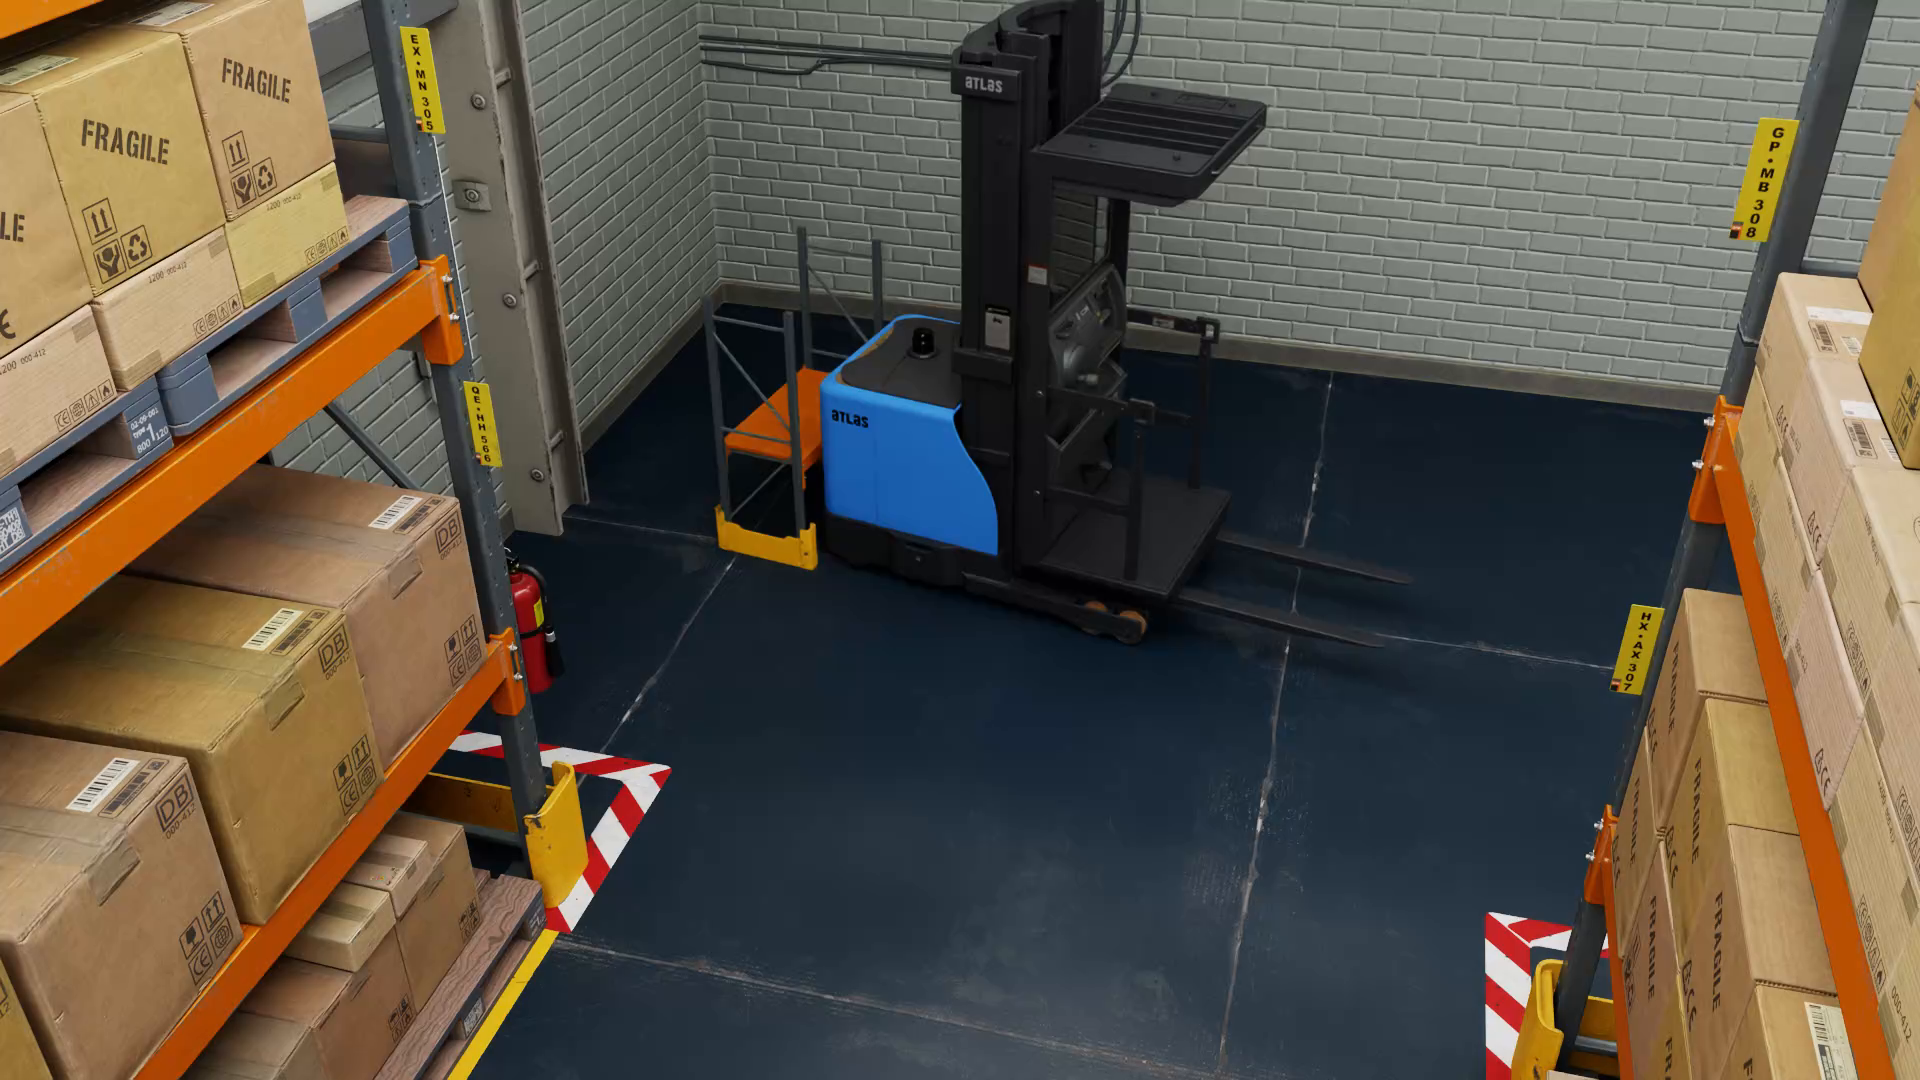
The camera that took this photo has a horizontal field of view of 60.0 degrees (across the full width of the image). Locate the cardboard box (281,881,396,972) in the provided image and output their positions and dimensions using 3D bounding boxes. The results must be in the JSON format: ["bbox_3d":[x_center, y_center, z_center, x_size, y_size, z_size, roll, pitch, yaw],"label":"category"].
[{"bbox_3d":[-2.185,1.312,5.725,0.380,0.149,0.250,9,34,14],"label":"cardboard box"}]

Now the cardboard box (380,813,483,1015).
[{"bbox_3d":[-2.265,1.361,6.252,0.700,0.500,0.500,8,33,12],"label":"cardboard box"}]

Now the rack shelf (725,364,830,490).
[{"bbox_3d":[-0.863,-0.640,9.194,0.538,0.185,1.000,13,35,19],"label":"rack shelf"}]

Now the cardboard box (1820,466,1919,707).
[{"bbox_3d":[1.972,0.116,3.150,0.500,0.250,0.500,8,33,12],"label":"cardboard box"}]

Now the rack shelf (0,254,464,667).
[{"bbox_3d":[-2.692,0.182,4.042,1.077,0.370,4.000,8,33,12],"label":"rack shelf"}]

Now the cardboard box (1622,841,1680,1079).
[{"bbox_3d":[2.115,1.200,4.474,0.500,0.500,0.500,8,33,12],"label":"cardboard box"}]

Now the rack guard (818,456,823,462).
[{"bbox_3d":[-0.665,-0.515,9.827,0.587,0.250,0.087,13,35,19],"label":"rack guard"}]

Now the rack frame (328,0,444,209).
[{"bbox_3d":[-2.184,-2.425,4.677,1.000,3.000,0.127,8,33,12],"label":"rack frame"}]

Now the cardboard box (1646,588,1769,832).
[{"bbox_3d":[2.241,0.509,4.628,0.500,0.500,0.500,9,34,14],"label":"cardboard box"}]

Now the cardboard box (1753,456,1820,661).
[{"bbox_3d":[2.093,0.066,3.694,0.500,0.250,0.500,8,33,12],"label":"cardboard box"}]

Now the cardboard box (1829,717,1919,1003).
[{"bbox_3d":[1.847,0.586,2.876,0.500,0.250,0.500,8,33,12],"label":"cardboard box"}]

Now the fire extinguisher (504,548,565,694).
[{"bbox_3d":[-1.699,0.281,6.431,0.296,0.674,0.183,8,33,12],"label":"fire extinguisher"}]

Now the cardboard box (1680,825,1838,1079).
[{"bbox_3d":[1.984,1.041,3.792,0.500,0.500,0.500,8,33,13],"label":"cardboard box"}]

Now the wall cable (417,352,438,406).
[{"bbox_3d":[-2.774,-1.115,7.262,0.084,1.984,1.851,8,33,12],"label":"wall cable"}]

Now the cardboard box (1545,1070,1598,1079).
[{"bbox_3d":[2.170,1.967,5.607,0.380,0.149,0.250,8,33,12],"label":"cardboard box"}]

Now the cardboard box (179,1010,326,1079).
[{"bbox_3d":[-2.519,1.882,5.432,0.700,0.500,0.500,7,33,11],"label":"cardboard box"}]

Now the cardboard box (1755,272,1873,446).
[{"bbox_3d":[2.226,-0.403,3.966,0.500,0.250,0.500,8,33,12],"label":"cardboard box"}]

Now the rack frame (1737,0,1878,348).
[{"bbox_3d":[2.608,-1.753,3.619,1.000,3.000,0.127,8,33,12],"label":"rack frame"}]

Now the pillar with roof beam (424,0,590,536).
[{"bbox_3d":[1.829,-3.358,6.144,9.100,9.000,0.400,8,33,12],"label":"pillar with roof beam"}]

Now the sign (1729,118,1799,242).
[{"bbox_3d":[2.084,-0.929,4.305,0.100,0.325,0.005,8,33,12],"label":"sign"}]

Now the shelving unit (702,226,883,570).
[{"bbox_3d":[-0.860,-0.796,9.104,0.587,1.500,1.083,13,35,19],"label":"shelving unit"}]

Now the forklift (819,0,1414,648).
[{"bbox_3d":[0.817,-1.038,8.150,3.031,2.935,1.130,14,35,21],"label":"forklift"}]

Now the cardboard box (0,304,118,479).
[{"bbox_3d":[-2.371,-0.358,3.877,0.500,0.250,0.500,7,33,11],"label":"cardboard box"}]

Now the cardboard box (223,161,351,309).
[{"bbox_3d":[-2.113,-0.899,4.728,0.500,0.250,0.500,9,34,14],"label":"cardboard box"}]

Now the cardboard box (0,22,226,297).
[{"bbox_3d":[-2.243,-0.957,4.119,0.500,0.500,0.500,9,34,14],"label":"cardboard box"}]

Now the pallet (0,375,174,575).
[{"bbox_3d":[-2.670,-0.100,3.899,1.003,0.211,1.213,8,33,12],"label":"pallet"}]

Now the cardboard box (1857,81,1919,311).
[{"bbox_3d":[2.494,-0.682,3.706,0.700,0.500,0.500,8,33,12],"label":"cardboard box"}]

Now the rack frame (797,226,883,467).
[{"bbox_3d":[-0.665,-1.043,9.492,0.500,1.500,0.032,13,35,19],"label":"rack frame"}]

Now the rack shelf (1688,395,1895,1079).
[{"bbox_3d":[2.101,0.855,2.984,1.077,0.370,4.000,8,33,12],"label":"rack shelf"}]

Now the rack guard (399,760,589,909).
[{"bbox_3d":[-2.178,1.149,6.977,1.175,0.500,0.348,8,33,12],"label":"rack guard"}]

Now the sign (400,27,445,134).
[{"bbox_3d":[-1.663,-1.418,5.138,0.100,0.325,0.005,8,33,12],"label":"sign"}]

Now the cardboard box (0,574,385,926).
[{"bbox_3d":[-2.478,0.625,5.191,0.980,0.700,0.700,8,33,12],"label":"cardboard box"}]
